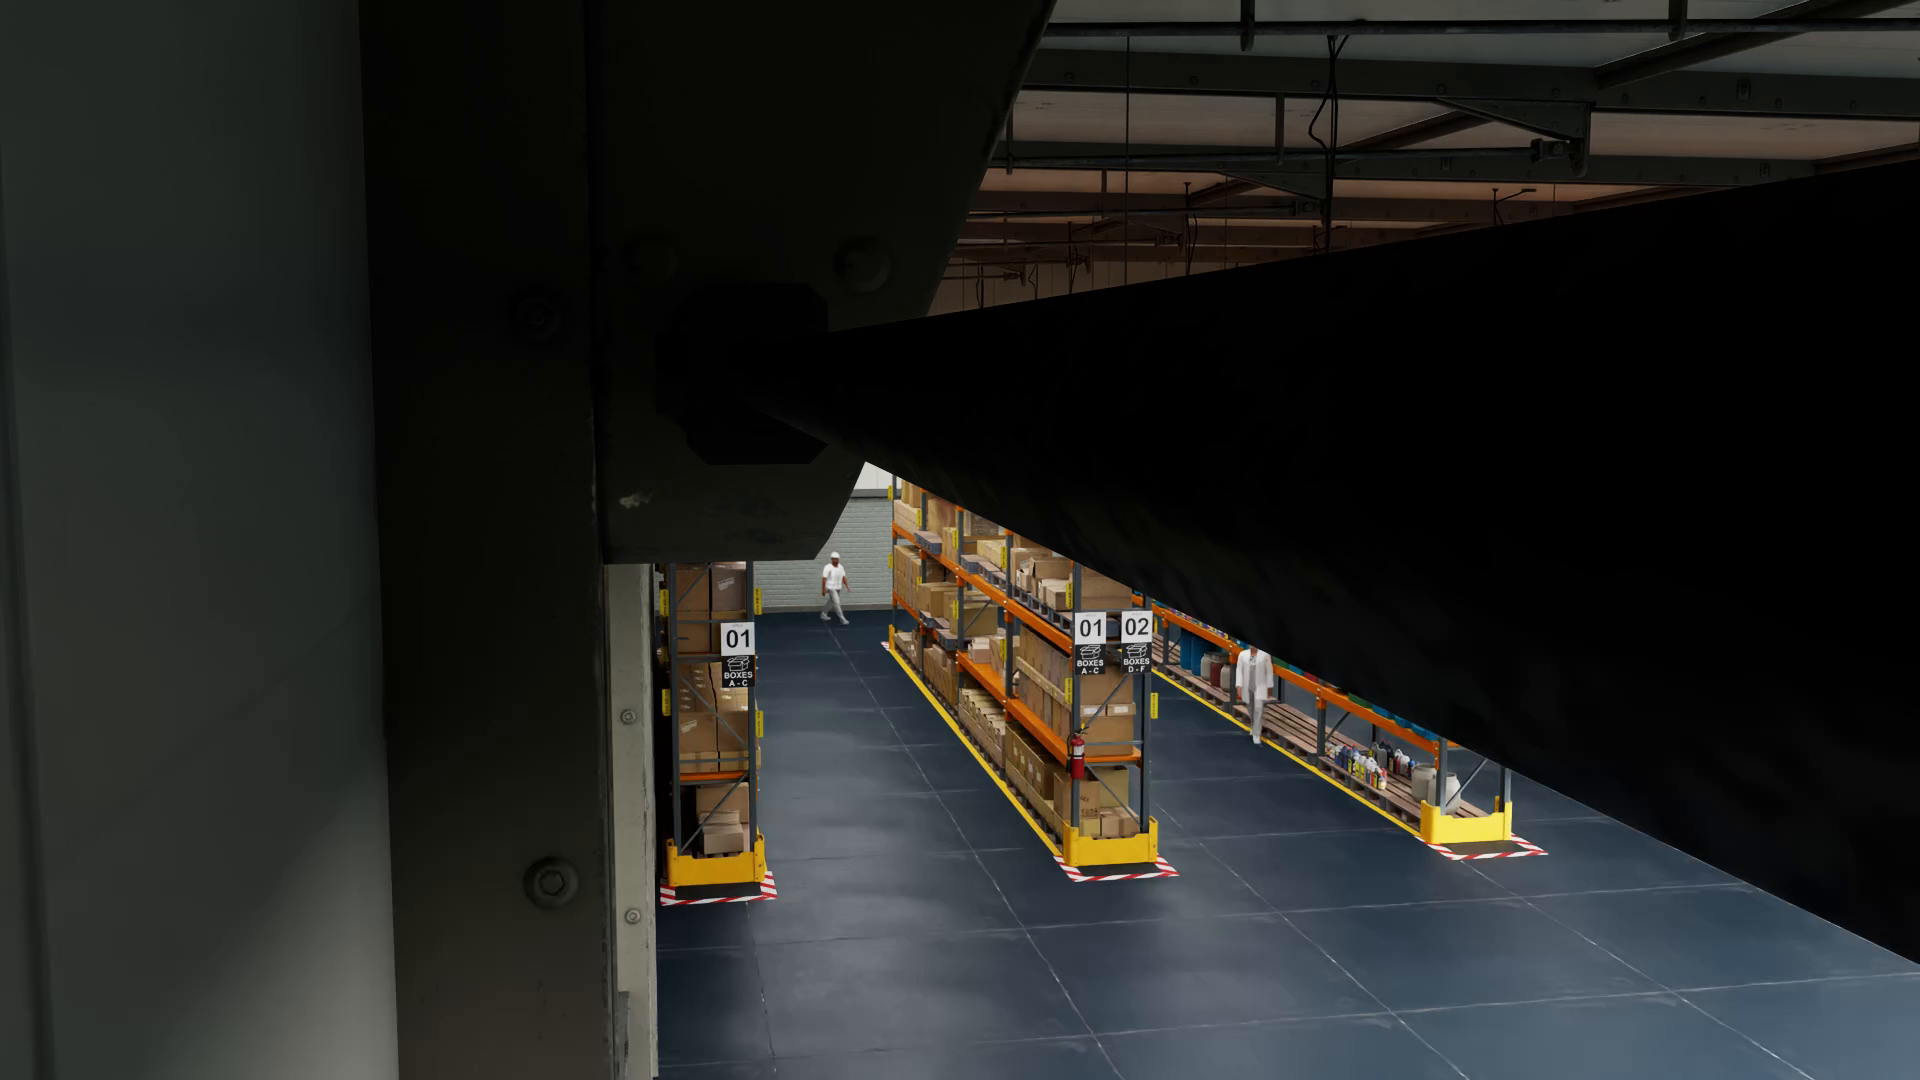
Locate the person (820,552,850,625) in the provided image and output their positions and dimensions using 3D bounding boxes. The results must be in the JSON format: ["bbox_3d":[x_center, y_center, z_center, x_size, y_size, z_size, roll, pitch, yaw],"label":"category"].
[{"bbox_3d":[-2.984,1.143,39.917,1.113,1.697,0.579,5,8,37],"label":"person"}]

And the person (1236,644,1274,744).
[{"bbox_3d":[4.874,2.457,27.619,0.607,1.733,1.062,3,7,27],"label":"person"}]
